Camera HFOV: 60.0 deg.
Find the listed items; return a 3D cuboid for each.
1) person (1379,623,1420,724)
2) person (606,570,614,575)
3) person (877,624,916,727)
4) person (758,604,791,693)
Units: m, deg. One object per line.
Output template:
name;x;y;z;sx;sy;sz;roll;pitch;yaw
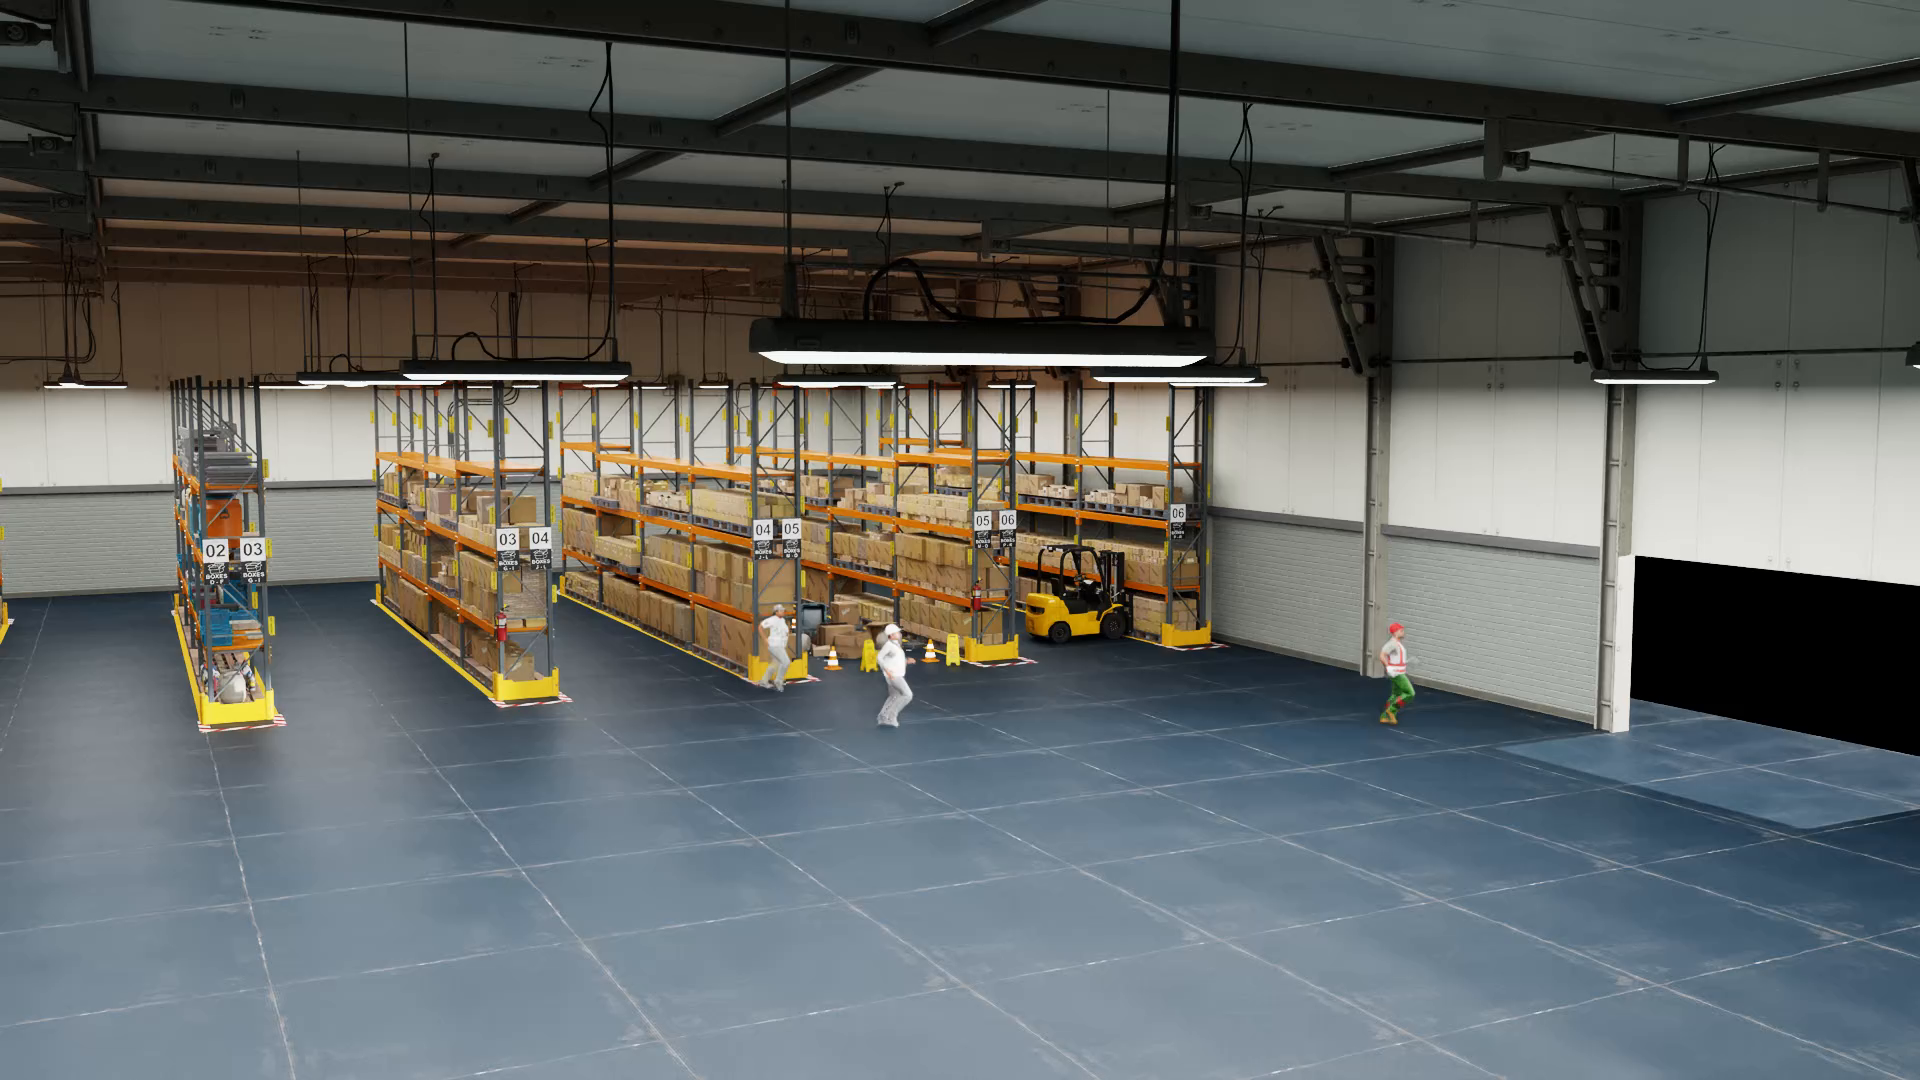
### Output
person;7.541;2.294;28.518;0.650;1.743;0.646;2;5;21
person;-10.415;0.571;48.747;0.598;1.678;0.649;2;6;26
person;-1.091;2.315;28.396;0.678;1.753;0.630;1;5;6
person;-3.521;2.072;31.909;0.697;1.673;0.612;2;5;17
